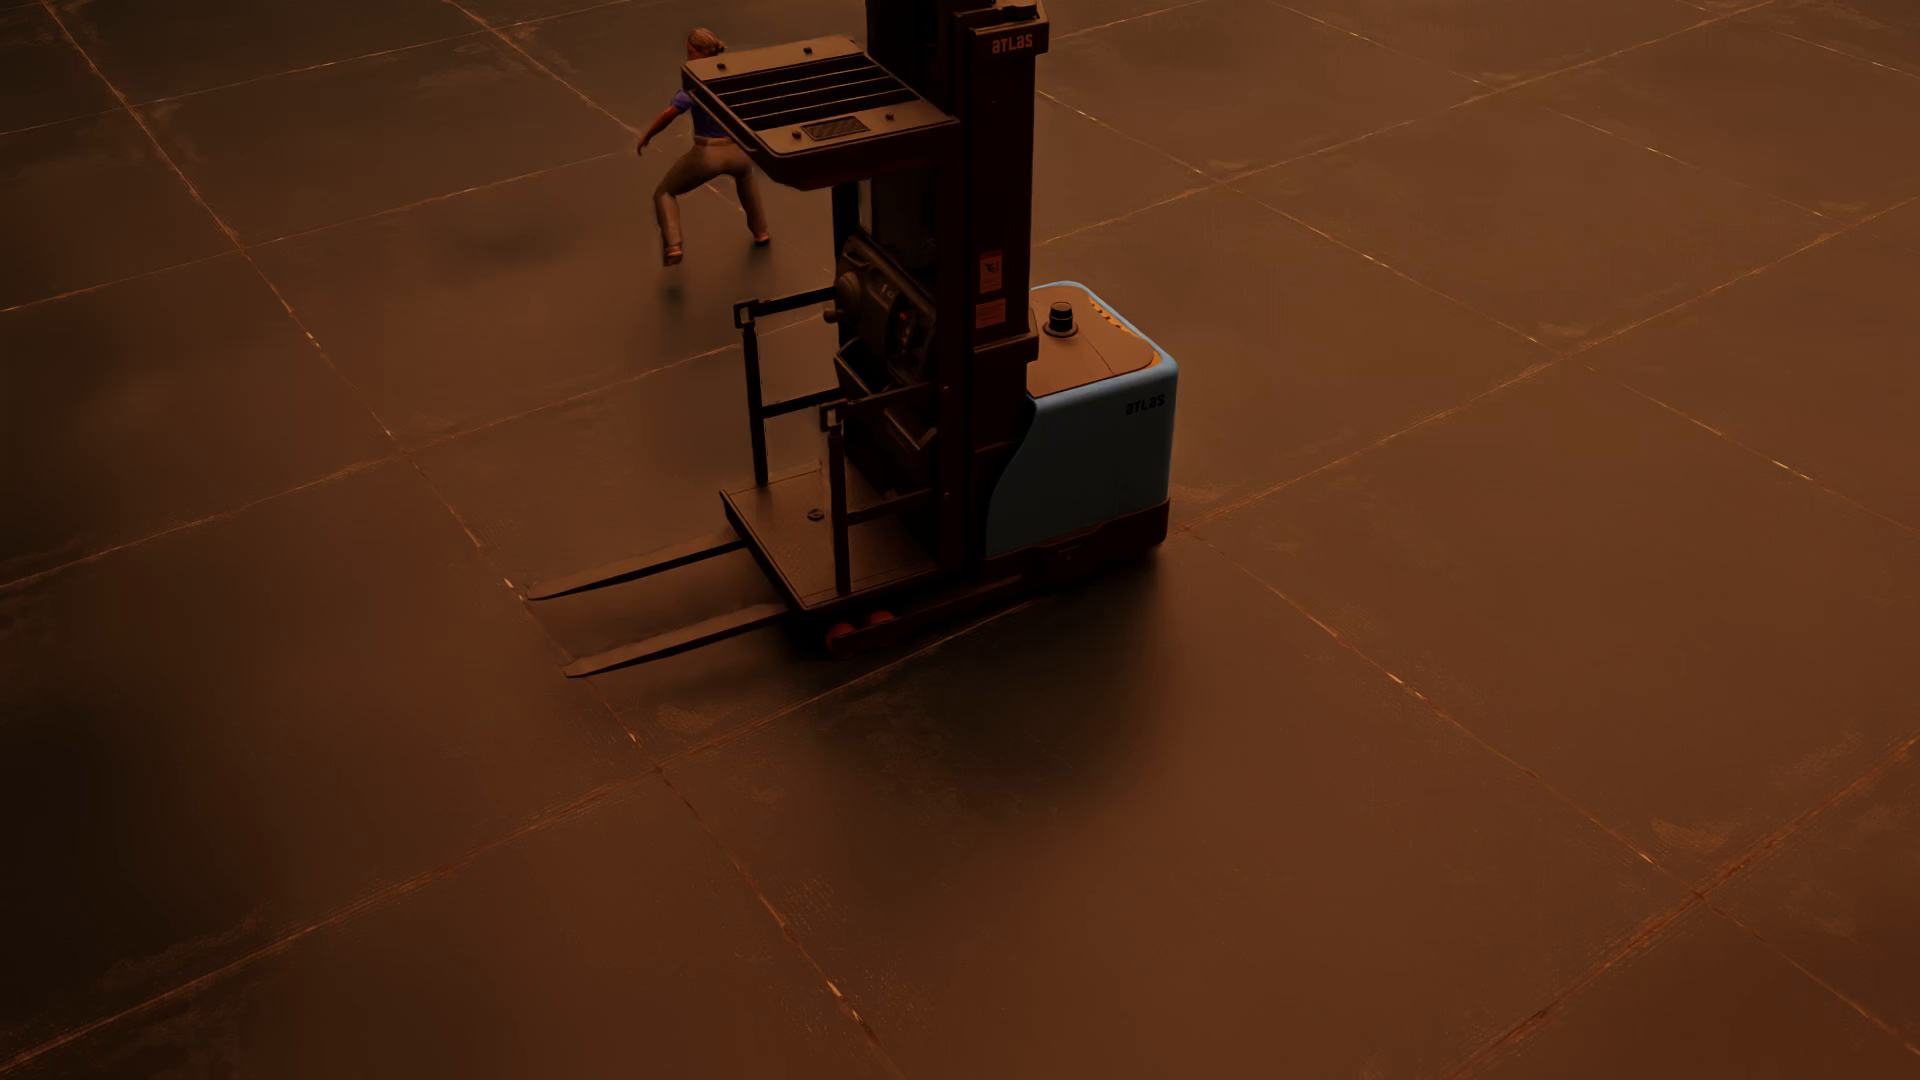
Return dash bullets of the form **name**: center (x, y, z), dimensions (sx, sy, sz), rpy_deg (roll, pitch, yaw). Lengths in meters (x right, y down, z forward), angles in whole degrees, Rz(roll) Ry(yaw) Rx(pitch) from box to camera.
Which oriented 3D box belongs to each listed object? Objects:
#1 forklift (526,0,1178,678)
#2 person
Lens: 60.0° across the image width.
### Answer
- **forklift**: center (-0.516, -0.990, 7.284), dimensions (3.031, 2.935, 1.130), rpy_deg (-17, 40, -22)
- **person**: center (-1.509, -2.473, 10.542), dimensions (1.085, 1.548, 0.483), rpy_deg (-23, 42, -28)
